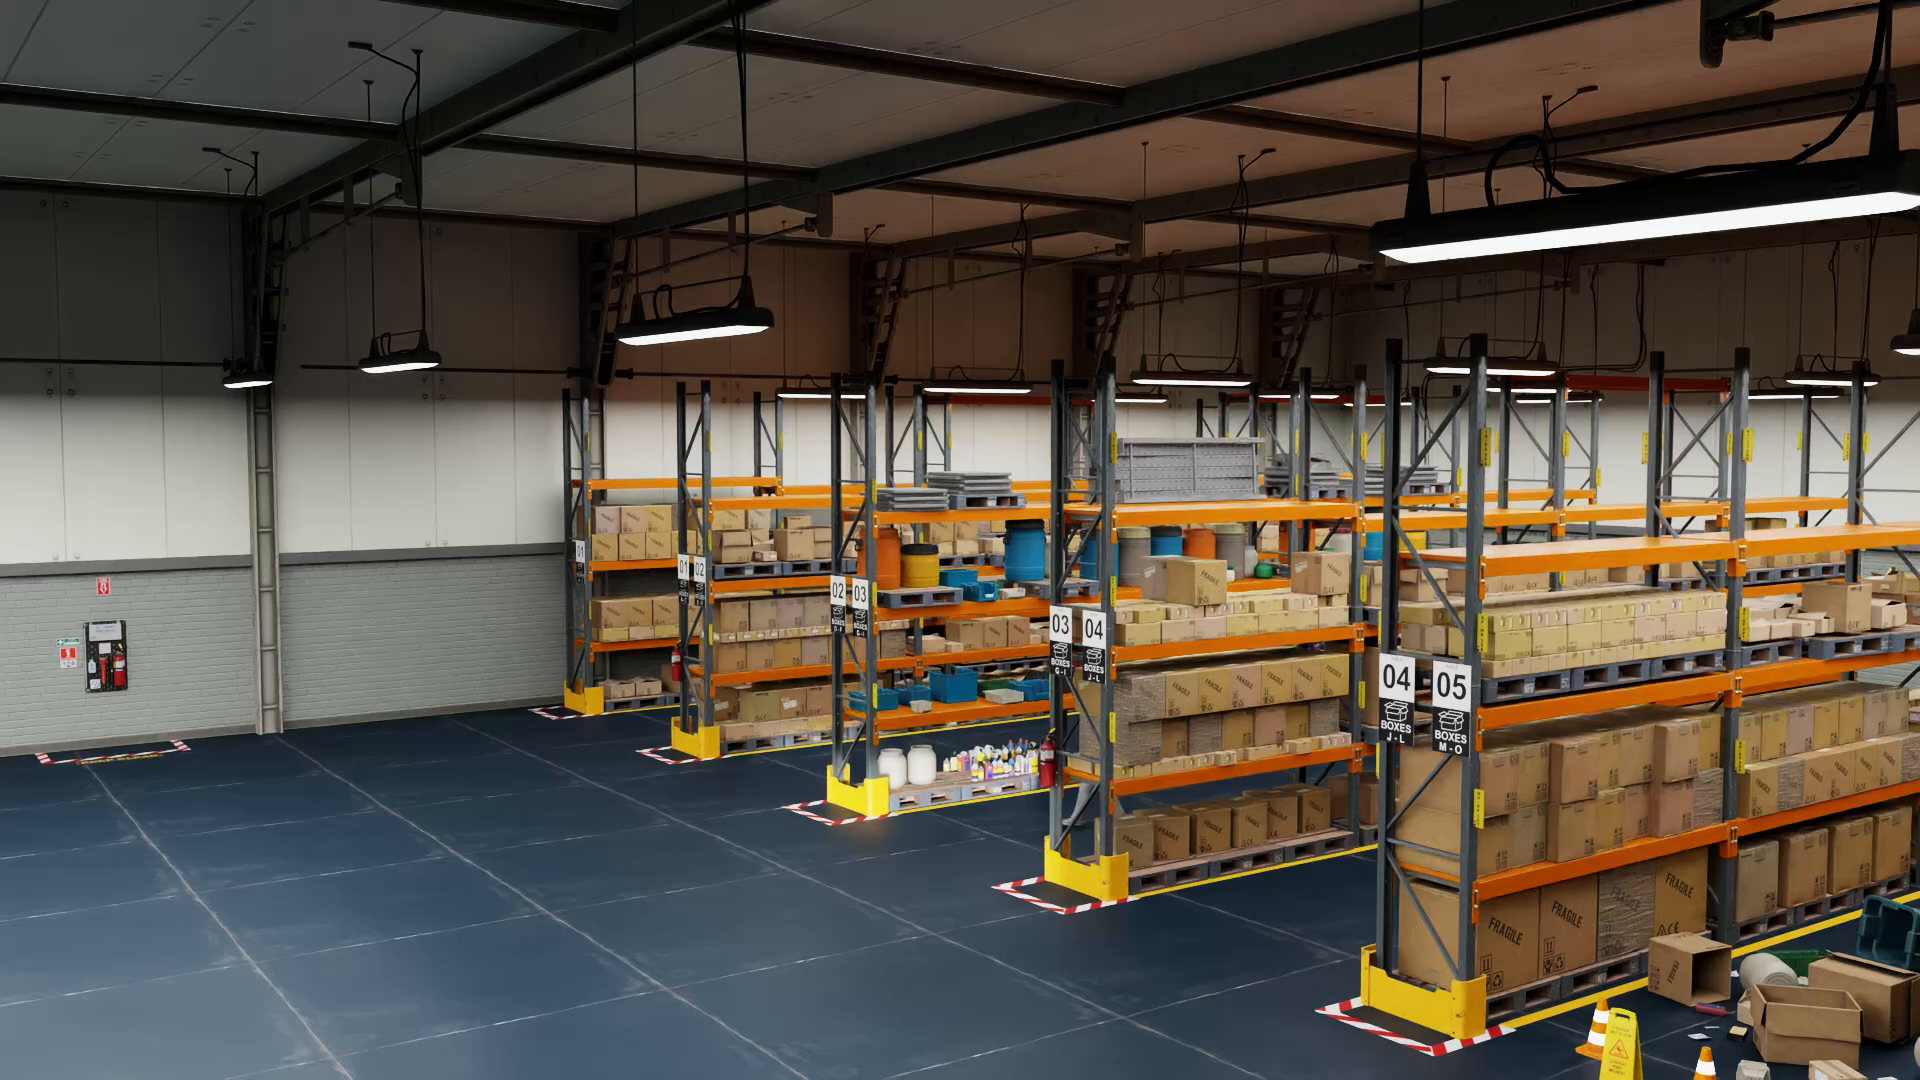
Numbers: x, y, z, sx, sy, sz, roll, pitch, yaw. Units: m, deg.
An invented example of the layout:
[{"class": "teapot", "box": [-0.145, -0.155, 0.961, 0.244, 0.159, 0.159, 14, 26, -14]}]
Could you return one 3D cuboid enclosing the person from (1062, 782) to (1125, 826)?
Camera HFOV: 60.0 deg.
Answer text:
[{"class": "person", "box": [1.753, 2.939, 21.944, 0.894, 1.615, 0.488, 0, 4, 1]}]
